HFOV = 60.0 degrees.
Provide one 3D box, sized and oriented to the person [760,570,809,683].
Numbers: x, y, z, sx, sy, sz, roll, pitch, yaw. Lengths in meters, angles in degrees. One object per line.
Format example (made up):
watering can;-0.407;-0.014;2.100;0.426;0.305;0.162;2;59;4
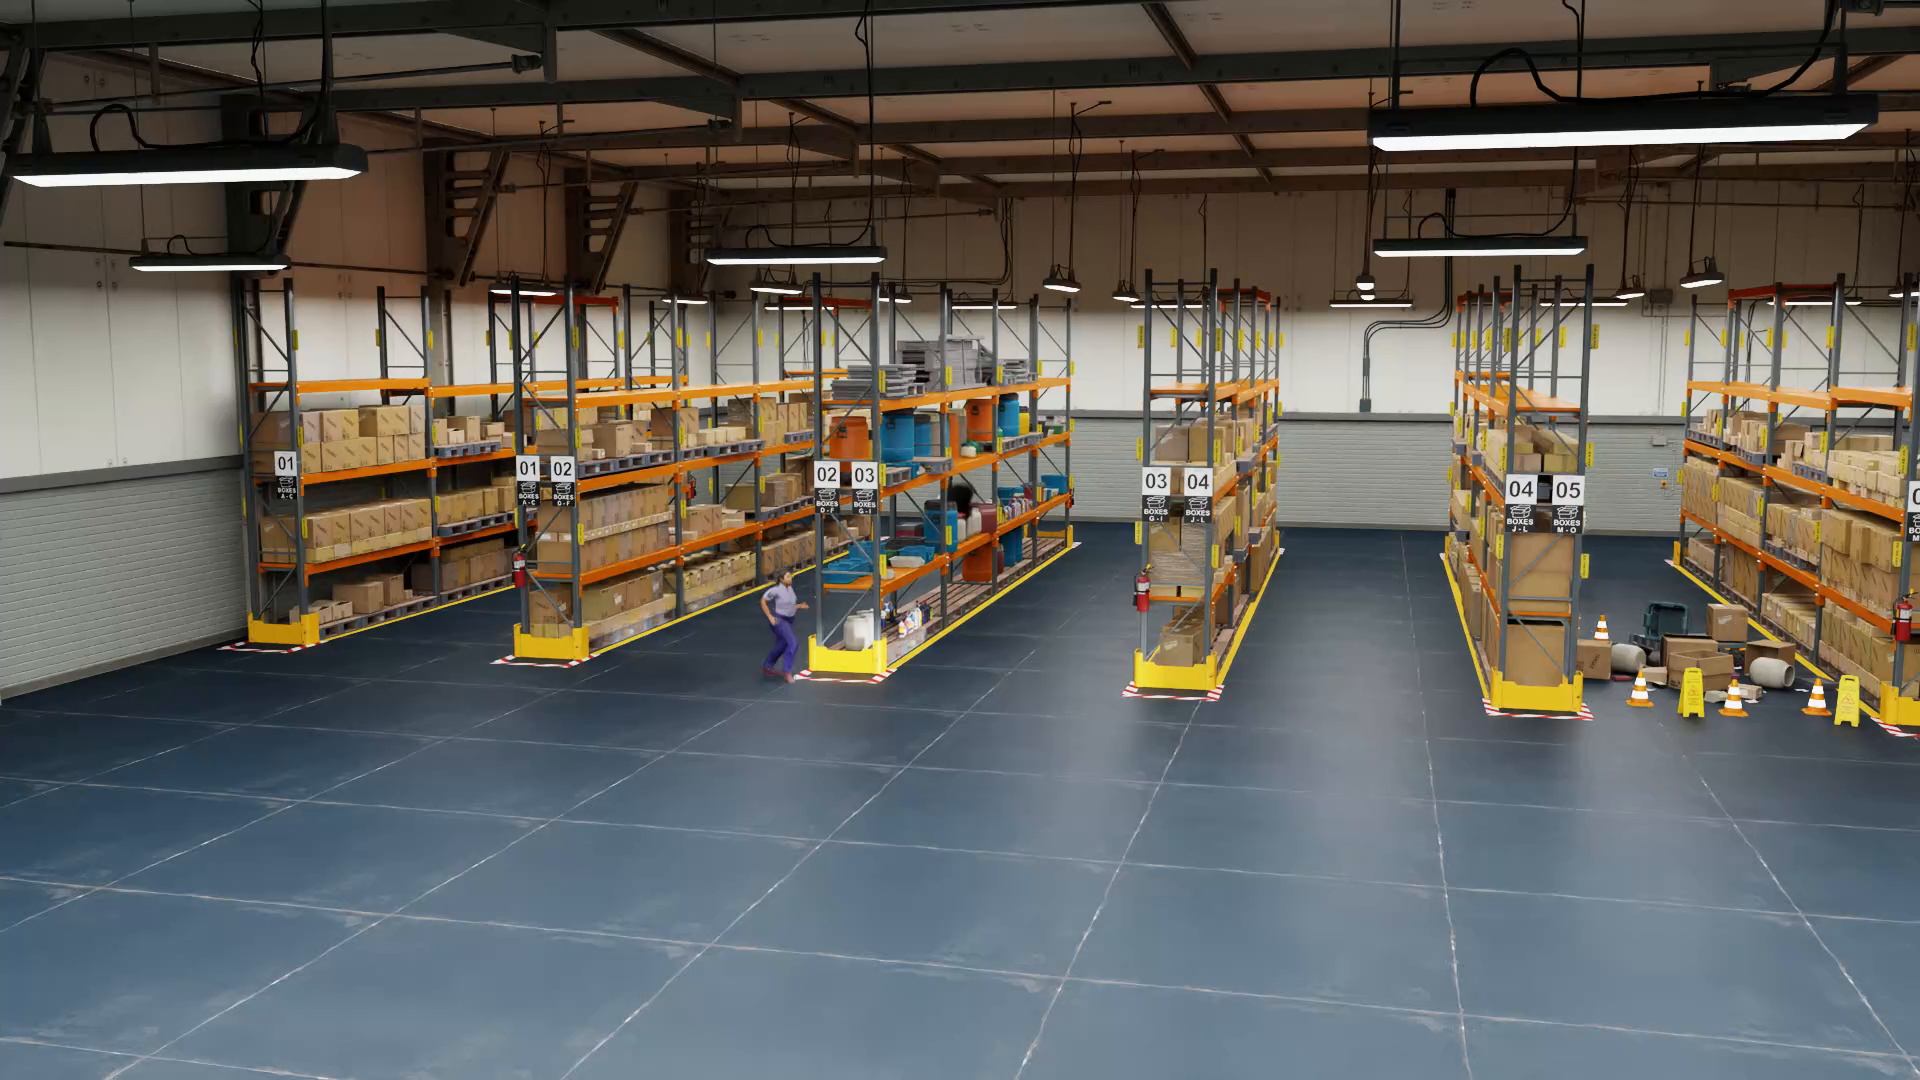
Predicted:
person;-2.622;1.272;24.554;0.759;1.685;0.602;3;7;20

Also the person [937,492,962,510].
person;-0.284;-0.540;39.094;0.590;1.720;0.883;1;7;8
